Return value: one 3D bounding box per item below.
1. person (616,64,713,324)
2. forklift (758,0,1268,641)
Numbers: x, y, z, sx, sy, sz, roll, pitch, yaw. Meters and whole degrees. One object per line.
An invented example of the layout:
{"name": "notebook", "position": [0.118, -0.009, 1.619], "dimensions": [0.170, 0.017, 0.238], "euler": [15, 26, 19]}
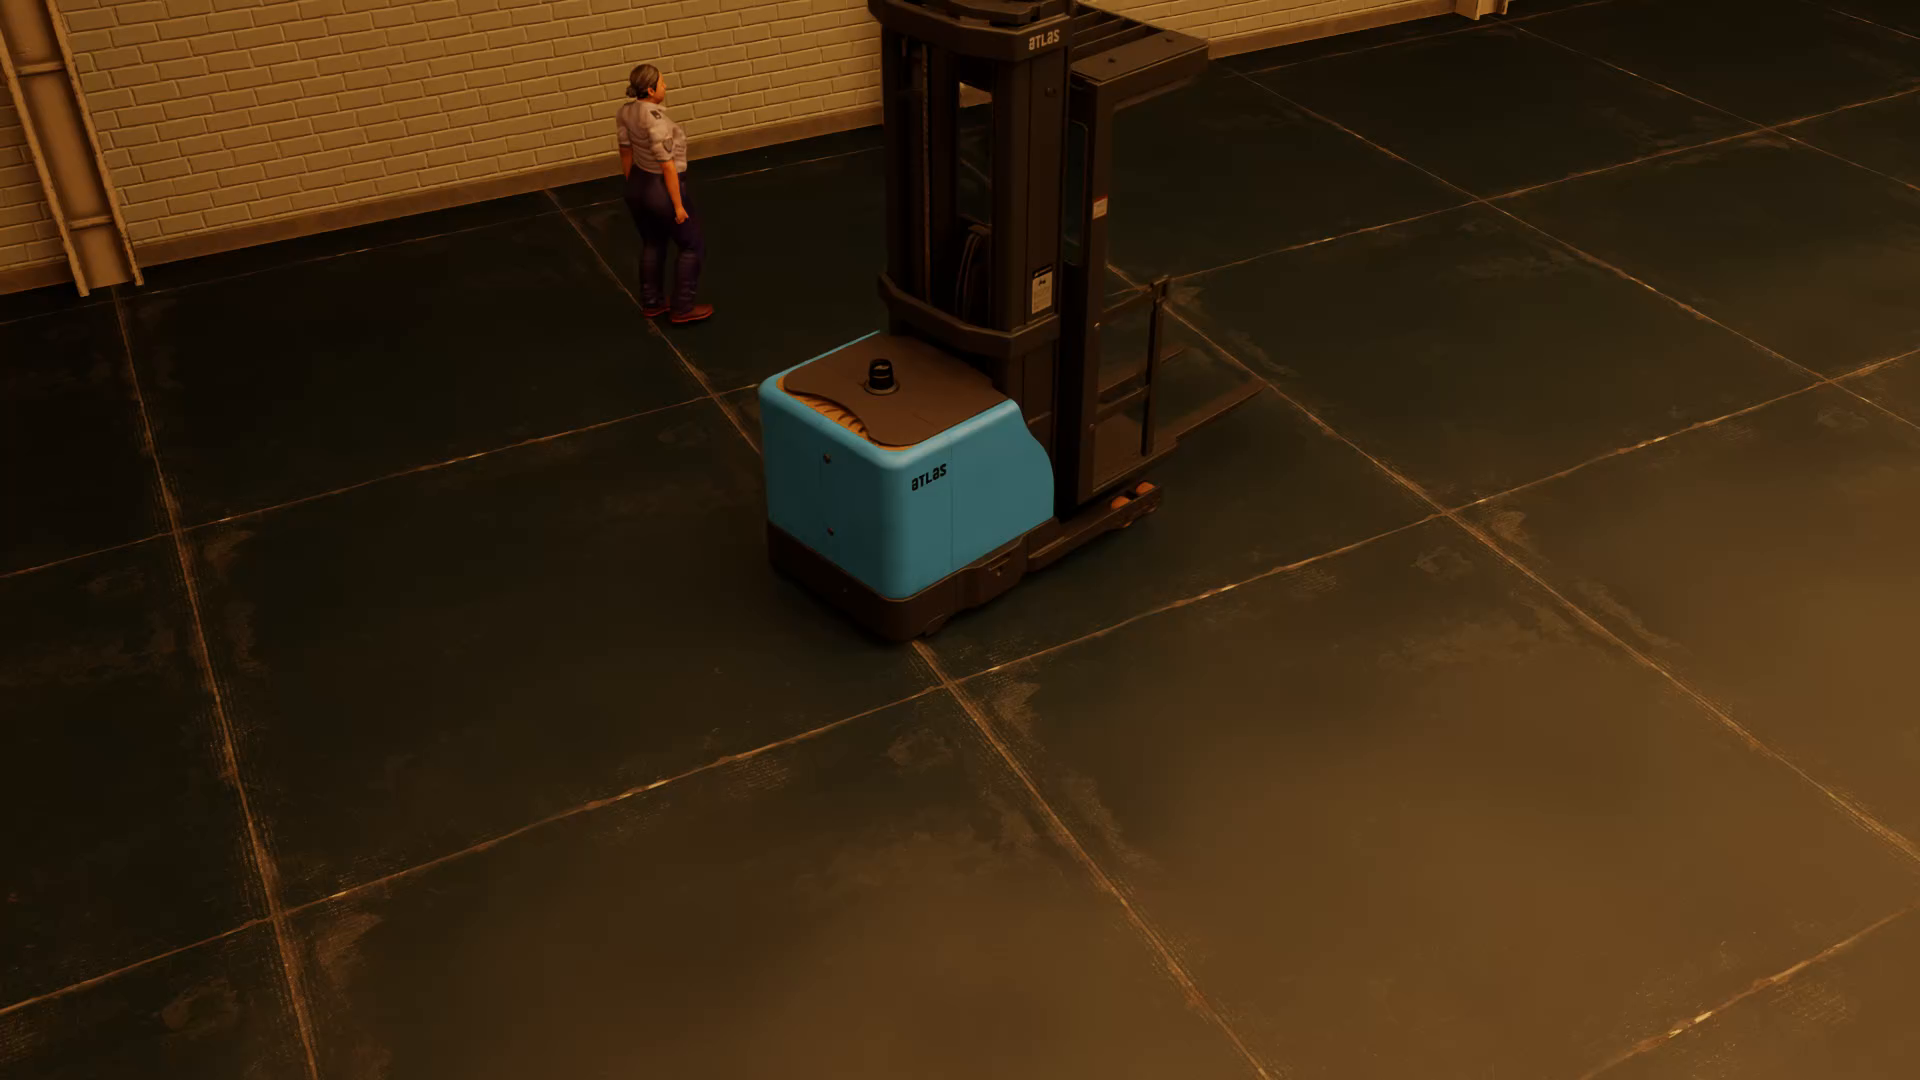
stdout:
{"name": "person", "position": [-1.837, -2.116, 10.228], "dimensions": [0.499, 1.651, 0.373], "euler": [29, 44, 34]}
{"name": "forklift", "position": [0.441, -1.454, 8.180], "dimensions": [3.031, 2.935, 1.130], "euler": [-29, 44, -34]}
